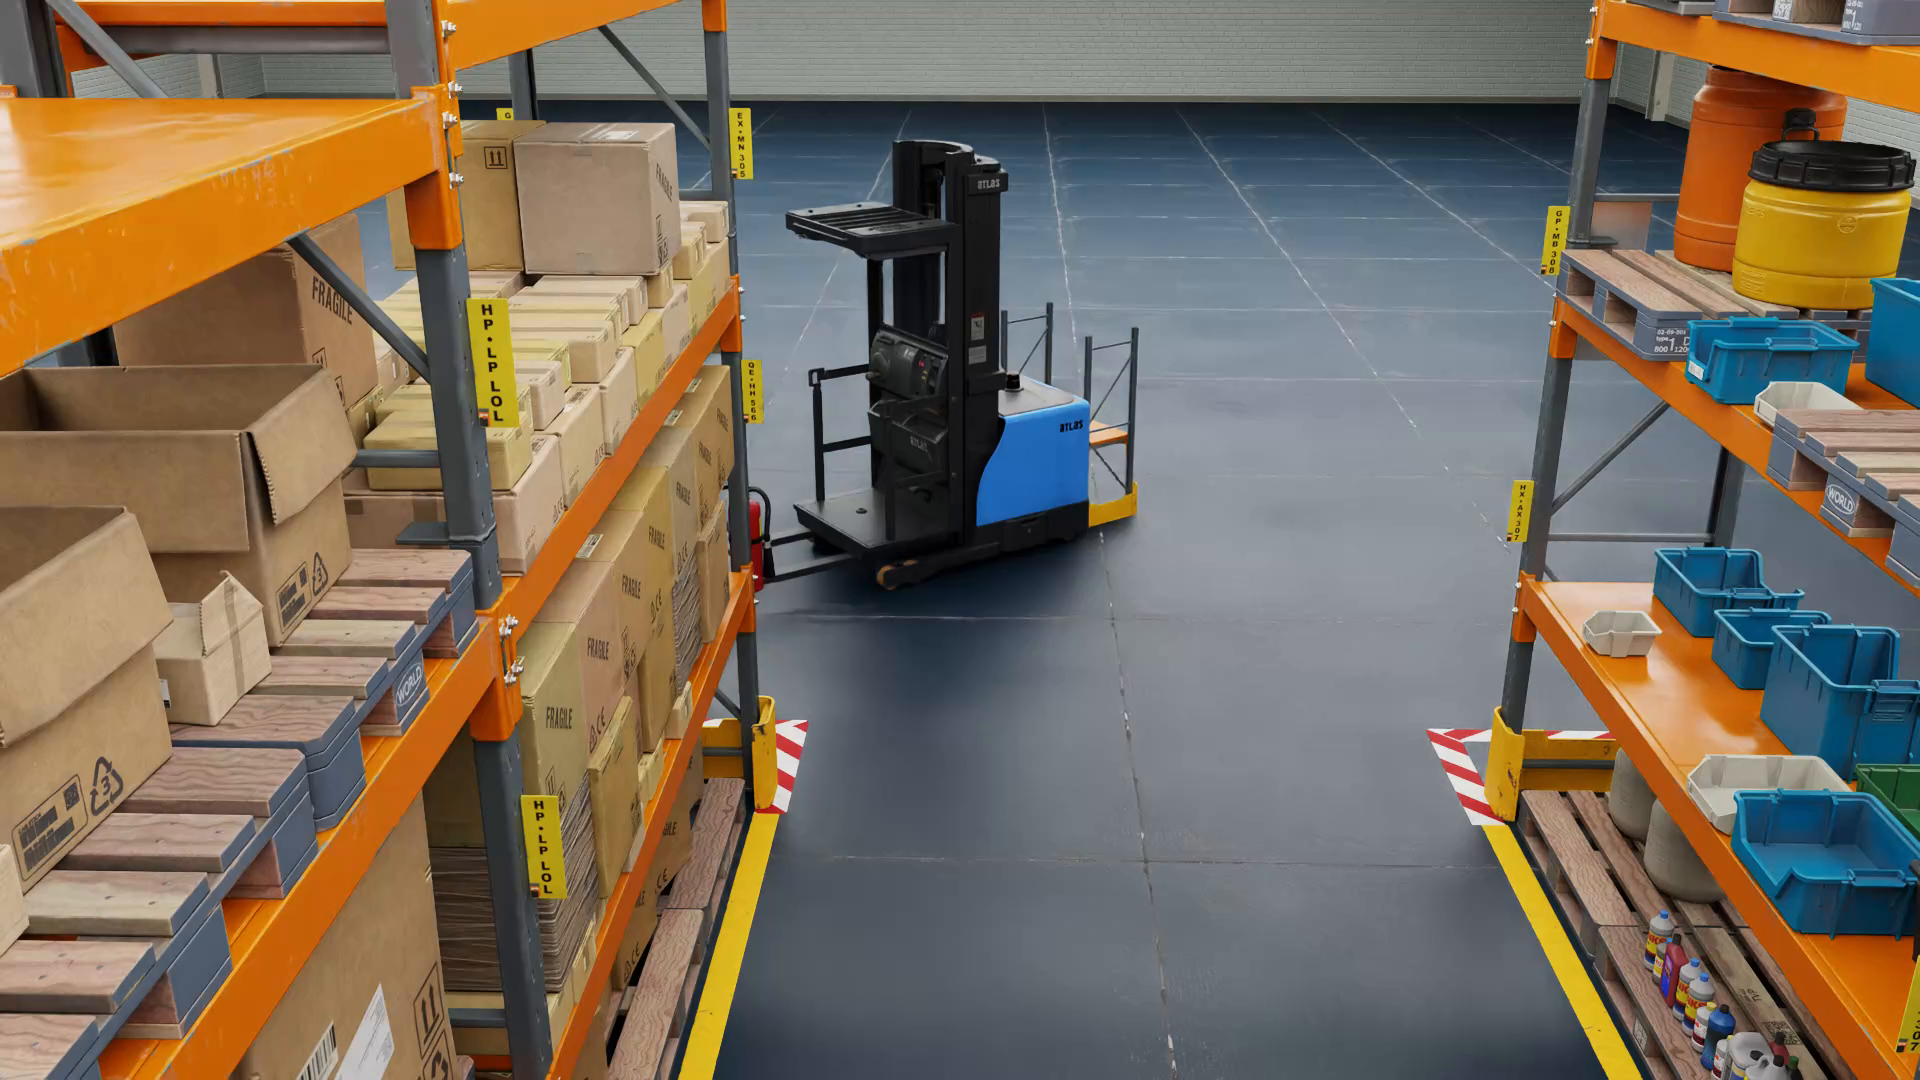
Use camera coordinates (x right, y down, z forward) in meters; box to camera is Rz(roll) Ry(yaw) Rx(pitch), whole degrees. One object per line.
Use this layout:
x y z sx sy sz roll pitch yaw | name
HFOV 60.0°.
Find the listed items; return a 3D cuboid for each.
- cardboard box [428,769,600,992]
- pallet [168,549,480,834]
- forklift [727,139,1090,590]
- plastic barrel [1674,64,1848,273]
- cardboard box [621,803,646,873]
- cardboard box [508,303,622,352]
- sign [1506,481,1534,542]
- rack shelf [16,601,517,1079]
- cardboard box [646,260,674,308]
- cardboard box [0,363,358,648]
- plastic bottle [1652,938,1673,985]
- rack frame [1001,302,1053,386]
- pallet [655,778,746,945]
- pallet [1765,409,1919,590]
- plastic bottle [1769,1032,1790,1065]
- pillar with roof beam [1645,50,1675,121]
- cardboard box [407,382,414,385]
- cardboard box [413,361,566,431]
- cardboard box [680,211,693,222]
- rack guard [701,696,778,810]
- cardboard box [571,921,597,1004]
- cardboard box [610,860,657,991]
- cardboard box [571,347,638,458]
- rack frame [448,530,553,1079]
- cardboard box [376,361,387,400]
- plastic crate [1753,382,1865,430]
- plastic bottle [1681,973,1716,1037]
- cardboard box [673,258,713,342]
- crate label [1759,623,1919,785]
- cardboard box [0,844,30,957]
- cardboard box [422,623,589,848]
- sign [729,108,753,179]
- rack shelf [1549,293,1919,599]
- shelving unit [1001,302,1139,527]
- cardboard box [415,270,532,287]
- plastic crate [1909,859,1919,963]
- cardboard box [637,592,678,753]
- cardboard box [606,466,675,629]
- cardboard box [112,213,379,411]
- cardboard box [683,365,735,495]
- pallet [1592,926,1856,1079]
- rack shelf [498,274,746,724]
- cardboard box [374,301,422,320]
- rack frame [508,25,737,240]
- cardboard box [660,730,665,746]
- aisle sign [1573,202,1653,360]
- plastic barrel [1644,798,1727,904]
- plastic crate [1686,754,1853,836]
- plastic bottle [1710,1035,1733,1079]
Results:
-1.628 1.037 5.159 0.875 0.500 0.500 1 21 2 | cardboard box
-1.828 0.296 3.733 1.213 0.211 1.003 1 21 2 | pallet
-0.538 -1.236 11.663 3.031 2.935 1.130 -14 25 -31 | forklift
3.481 -1.624 7.248 0.600 0.830 0.708 1 21 2 | plastic barrel
-1.349 1.066 5.982 0.380 0.149 0.250 1 21 2 | cardboard box
-1.383 -0.716 5.737 0.380 0.149 0.250 0 21 1 | cardboard box
2.819 -0.144 8.370 0.100 0.325 0.005 1 21 2 | sign
-1.764 1.045 2.538 1.077 0.370 4.000 1 21 2 | rack shelf
-1.325 -1.002 6.474 0.380 0.149 0.250 0 21 -1 | cardboard box
-1.816 -0.089 3.741 0.797 0.503 0.637 0 21 -1 | cardboard box
2.999 1.782 7.050 0.097 0.201 0.097 0 21 0 | plastic bottle
0.531 -1.148 13.414 0.500 1.500 0.032 -15 26 -34 | rack frame
-1.644 1.559 8.219 1.003 0.211 1.213 1 21 2 | pallet
3.172 -0.133 4.840 1.213 0.211 1.003 1 21 2 | pallet
3.110 2.020 6.322 0.061 0.283 0.133 1 21 2 | plastic bottle
10.724 -13.327 34.435 9.100 9.000 0.400 1 21 2 | pillar with roof beam
-1.914 -0.485 5.692 0.500 0.250 0.500 0 21 1 | cardboard box
-1.416 -0.439 5.023 0.380 0.149 0.250 1 21 2 | cardboard box
-1.403 -1.379 7.447 0.380 0.149 0.250 0 21 0 | cardboard box
-1.584 1.131 8.923 1.175 0.500 0.348 1 21 2 | rack guard
-1.375 1.337 5.284 0.380 0.149 0.250 1 21 2 | cardboard box
-1.639 1.576 7.195 0.500 0.500 0.500 3 21 7 | cardboard box
-1.397 -0.475 5.666 0.500 0.250 0.500 0 21 -1 | cardboard box
-1.703 1.385 4.814 1.000 3.000 0.127 1 21 2 | rack frame
-1.961 -0.438 5.020 0.380 0.149 0.250 0 21 -1 | cardboard box
2.892 -0.421 5.686 0.243 0.136 0.396 1 21 2 | plastic crate
2.989 1.872 6.721 0.097 0.271 0.097 0 21 0 | plastic bottle
-1.354 -1.032 7.104 0.500 0.250 0.500 1 21 2 | cardboard box
3.584 0.645 6.672 0.502 0.435 0.616 1 21 2 | crate label
-1.660 0.578 2.487 0.380 0.166 0.250 0 21 0 | cardboard box
-1.435 0.573 4.973 0.500 0.500 0.500 1 21 2 | cardboard box
-1.027 -1.860 7.804 0.100 0.325 0.005 1 21 2 | sign
3.308 -0.347 6.125 1.077 0.370 4.000 1 21 2 | rack shelf
0.838 -0.997 13.026 0.587 1.500 1.083 -15 26 -34 | shelving unit
-1.895 -1.009 6.492 0.380 0.149 0.250 0 21 -1 | cardboard box
3.391 1.280 5.169 0.767 0.338 0.504 1 21 2 | plastic crate
-1.606 0.495 6.558 0.875 0.500 0.500 1 21 2 | cardboard box
-1.402 0.031 6.371 0.500 0.500 0.500 1 21 2 | cardboard box
-1.944 -0.598 4.535 0.500 0.500 0.500 0 21 0 | cardboard box
-1.351 -0.512 7.769 0.500 0.500 0.500 1 21 2 | cardboard box
3.344 2.054 6.942 1.003 0.211 1.213 1 21 2 | pallet
-1.642 -0.402 6.265 1.077 0.370 4.000 1 21 2 | rack shelf
-1.947 -0.727 5.766 0.380 0.149 0.250 2 21 4 | cardboard box
-1.581 -2.859 7.456 1.000 3.000 0.127 1 21 2 | rack frame
-1.401 0.794 6.683 0.380 0.149 0.250 1 21 2 | cardboard box
3.079 -1.248 8.006 0.394 0.787 0.004 1 21 2 | aisle sign
3.410 1.377 7.692 0.421 0.512 0.421 0 21 0 | plastic barrel
3.044 0.972 6.241 0.530 0.136 0.437 1 21 2 | plastic crate
2.980 2.015 6.450 0.097 0.201 0.097 0 21 0 | plastic bottle
